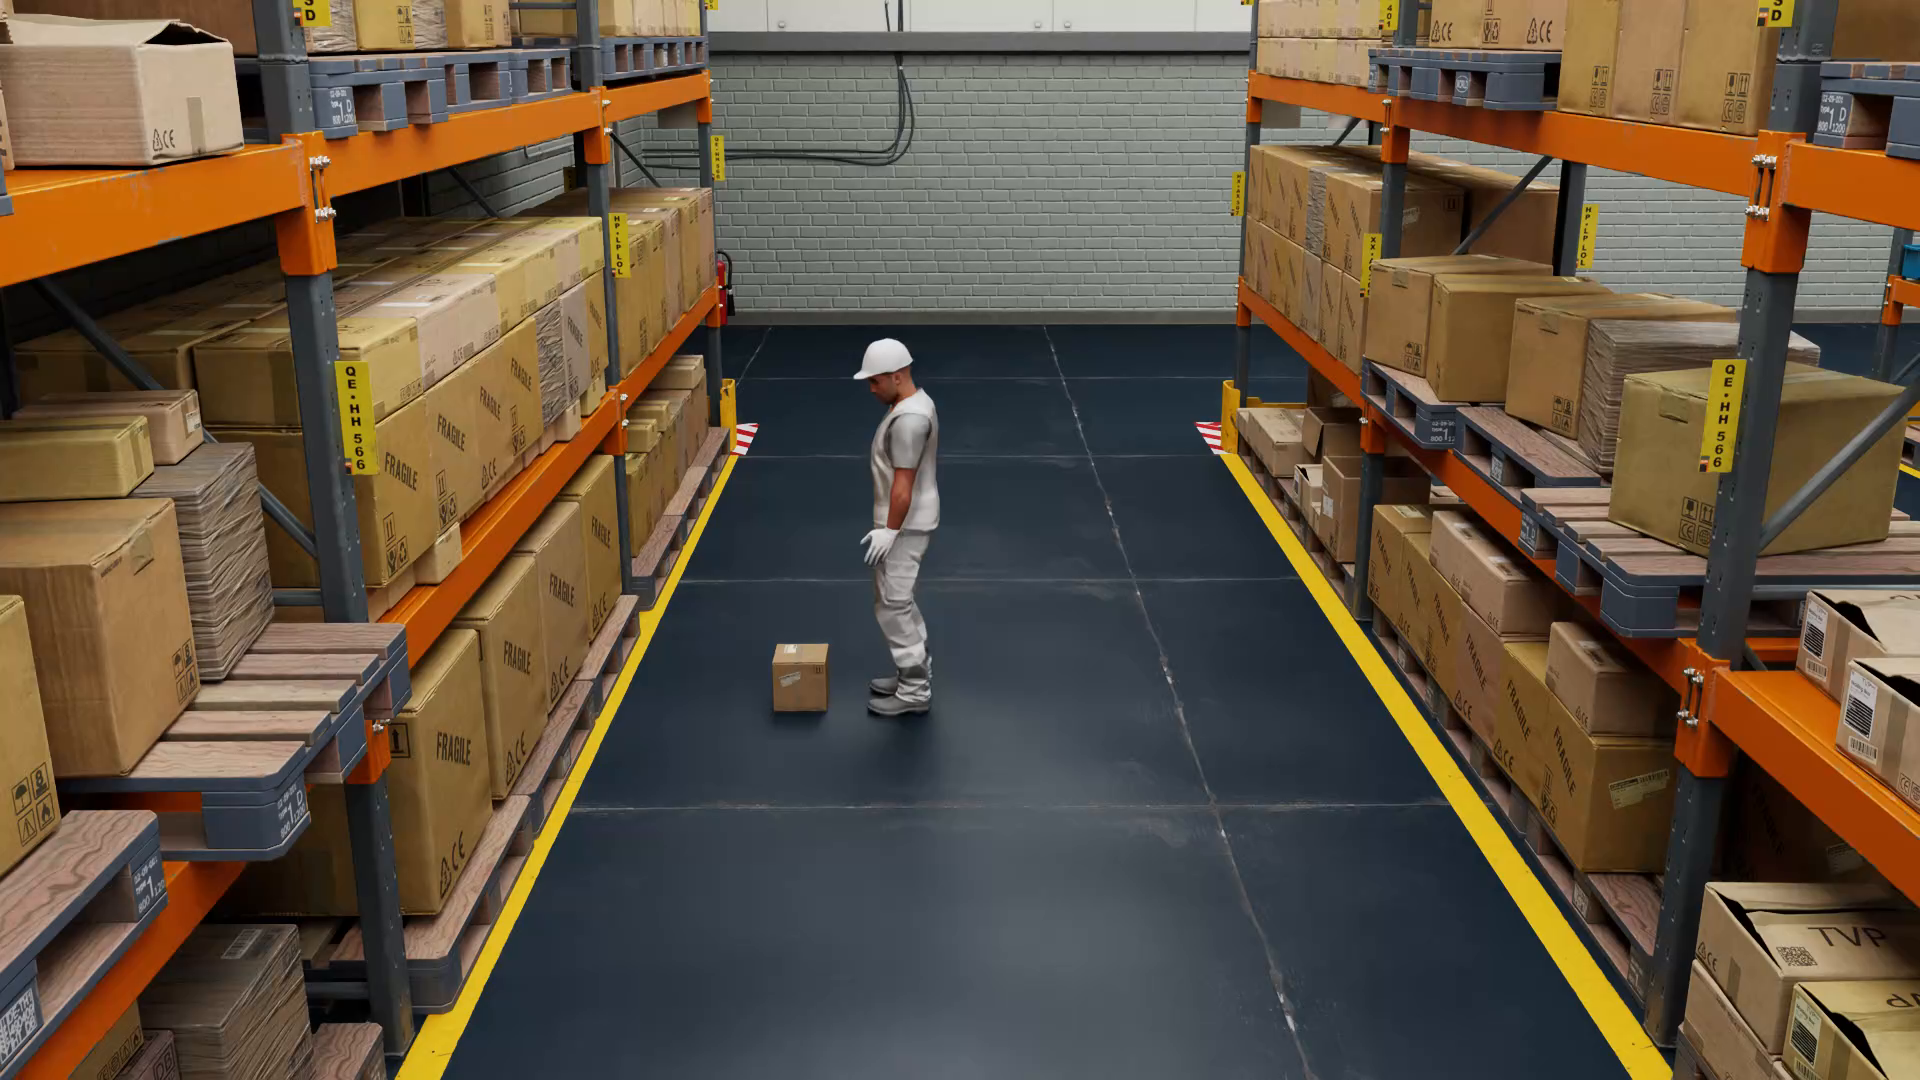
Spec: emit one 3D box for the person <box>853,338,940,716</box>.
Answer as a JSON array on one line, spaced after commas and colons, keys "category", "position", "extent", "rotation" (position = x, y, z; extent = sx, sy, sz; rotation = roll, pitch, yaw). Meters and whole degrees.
[{"category": "person", "position": [-0.288, -0.060, 7.735], "extent": [0.388, 1.767, 0.533], "rotation": [0, 17, 0]}]
